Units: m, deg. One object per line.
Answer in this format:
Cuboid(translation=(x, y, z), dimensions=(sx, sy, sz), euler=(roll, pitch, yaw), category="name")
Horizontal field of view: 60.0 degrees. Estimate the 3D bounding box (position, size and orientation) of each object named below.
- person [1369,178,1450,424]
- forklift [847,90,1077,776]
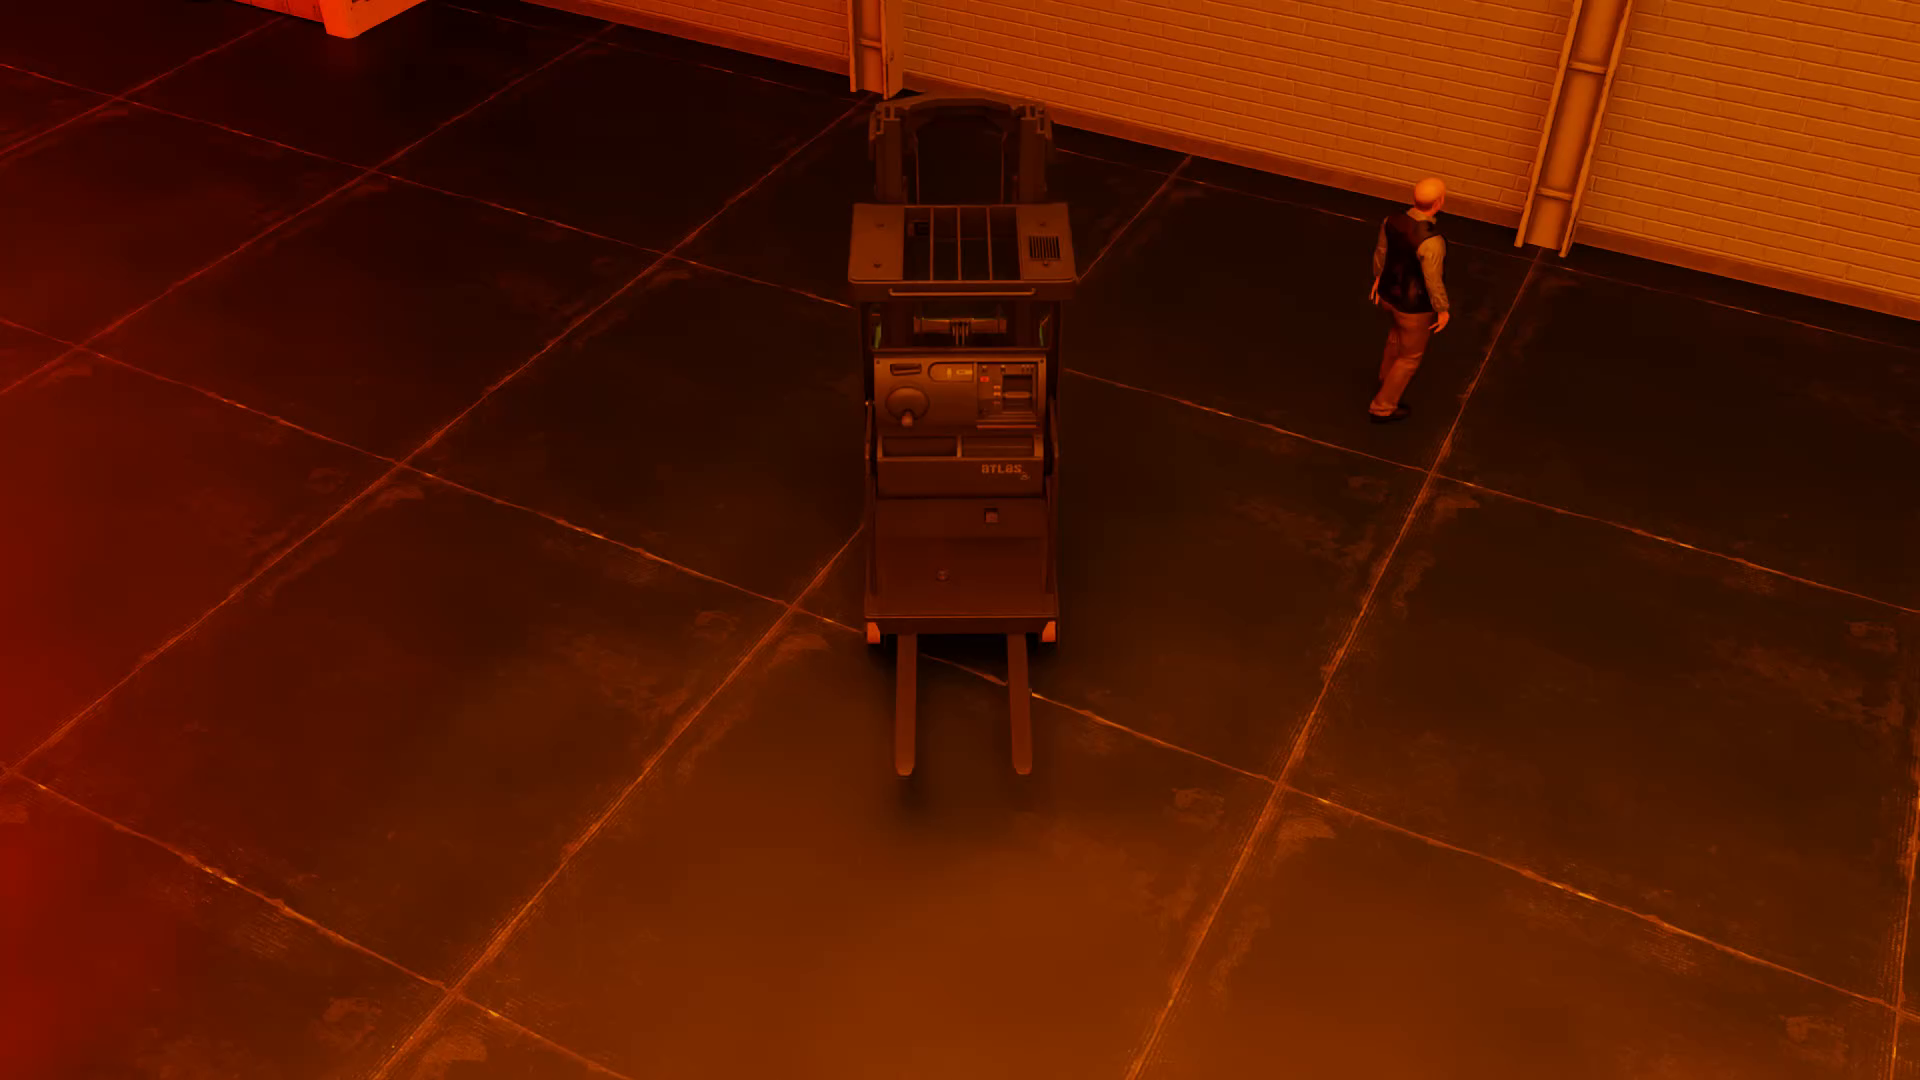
Cuboid(translation=(2.971, -1.557, 10.824), dimensions=(0.551, 1.758, 0.617), euler=(-16, 43, -18), category="person")
Cuboid(translation=(0.006, -0.728, 8.851), dimensions=(1.130, 2.935, 3.031), euler=(0, 40, 0), category="forklift")
